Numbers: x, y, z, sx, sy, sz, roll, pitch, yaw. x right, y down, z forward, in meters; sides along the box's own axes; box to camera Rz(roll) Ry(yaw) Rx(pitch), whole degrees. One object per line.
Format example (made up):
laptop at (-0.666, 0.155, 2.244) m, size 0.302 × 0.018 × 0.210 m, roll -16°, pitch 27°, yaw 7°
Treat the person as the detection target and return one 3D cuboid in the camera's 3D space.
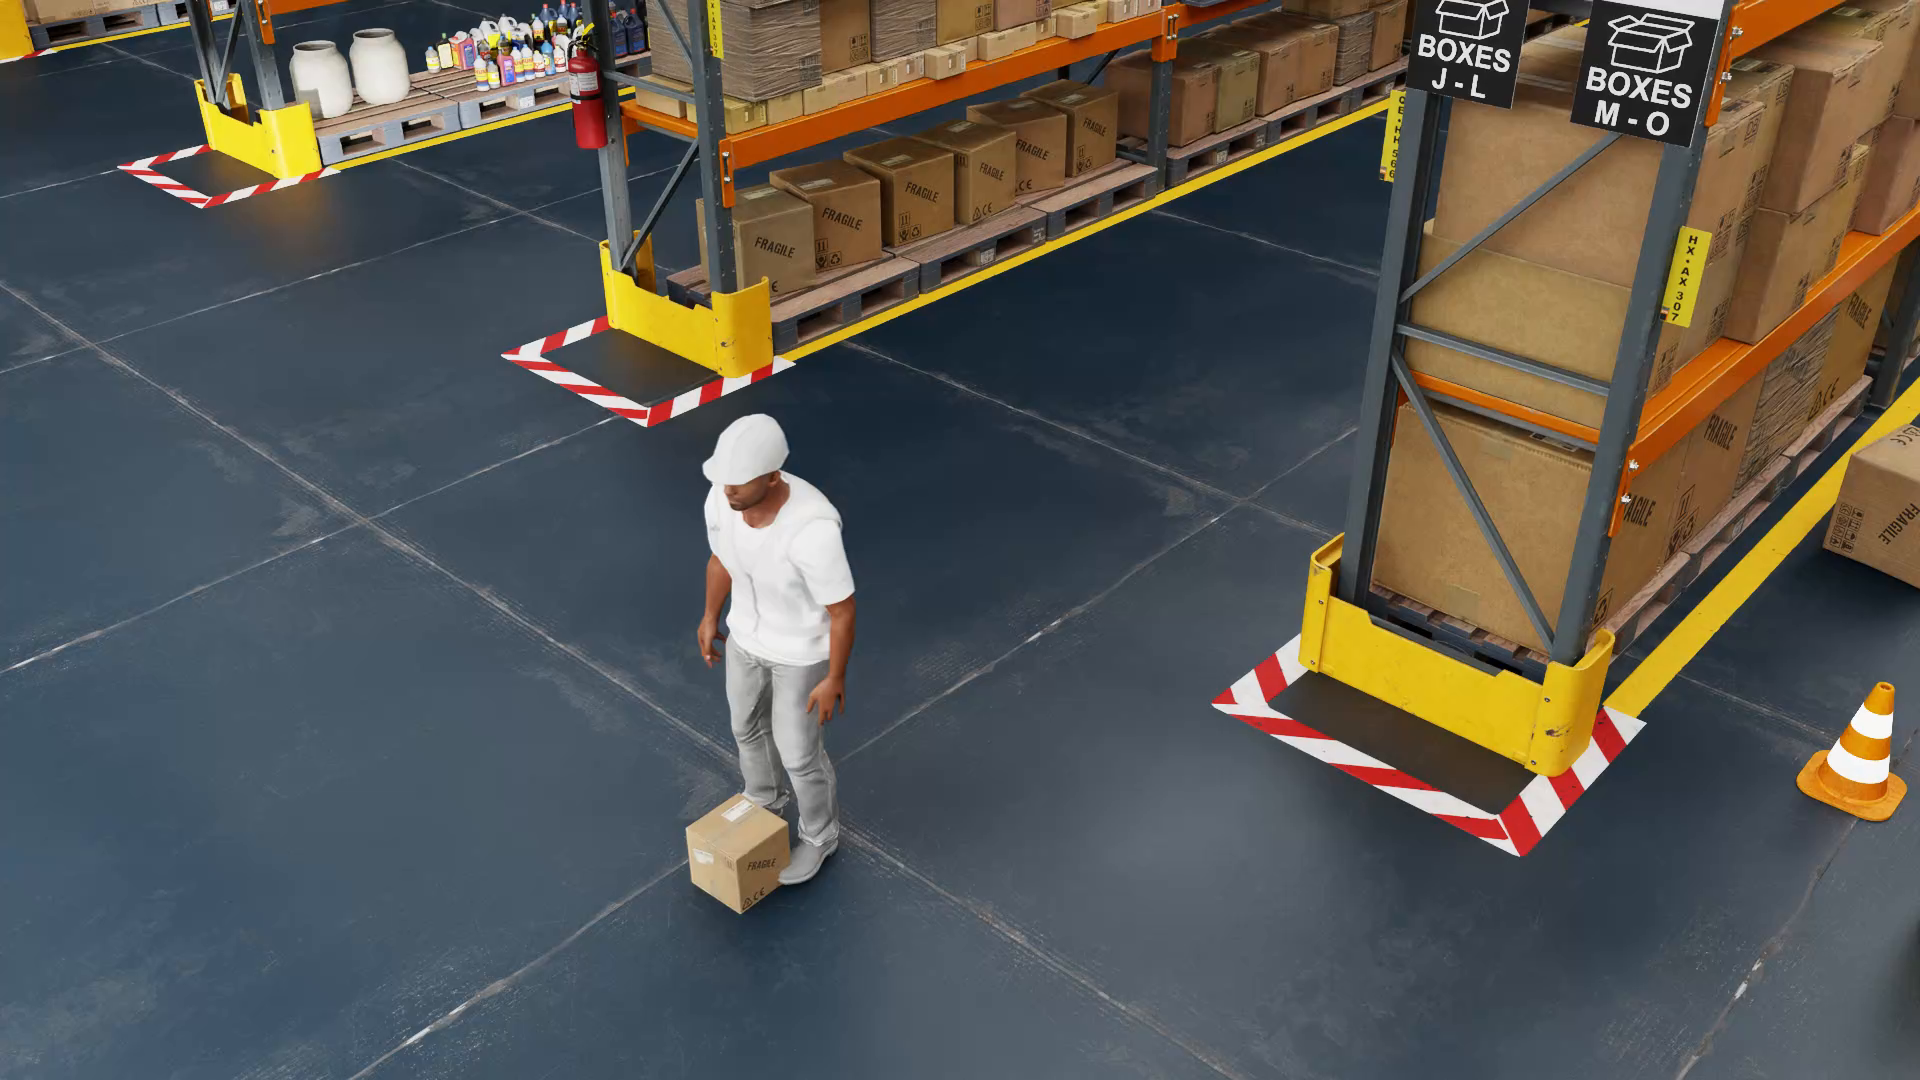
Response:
person at (-0.620, 0.354, 5.530) m, size 0.637 × 1.761 × 0.460 m, roll 24°, pitch 38°, yaw 34°
